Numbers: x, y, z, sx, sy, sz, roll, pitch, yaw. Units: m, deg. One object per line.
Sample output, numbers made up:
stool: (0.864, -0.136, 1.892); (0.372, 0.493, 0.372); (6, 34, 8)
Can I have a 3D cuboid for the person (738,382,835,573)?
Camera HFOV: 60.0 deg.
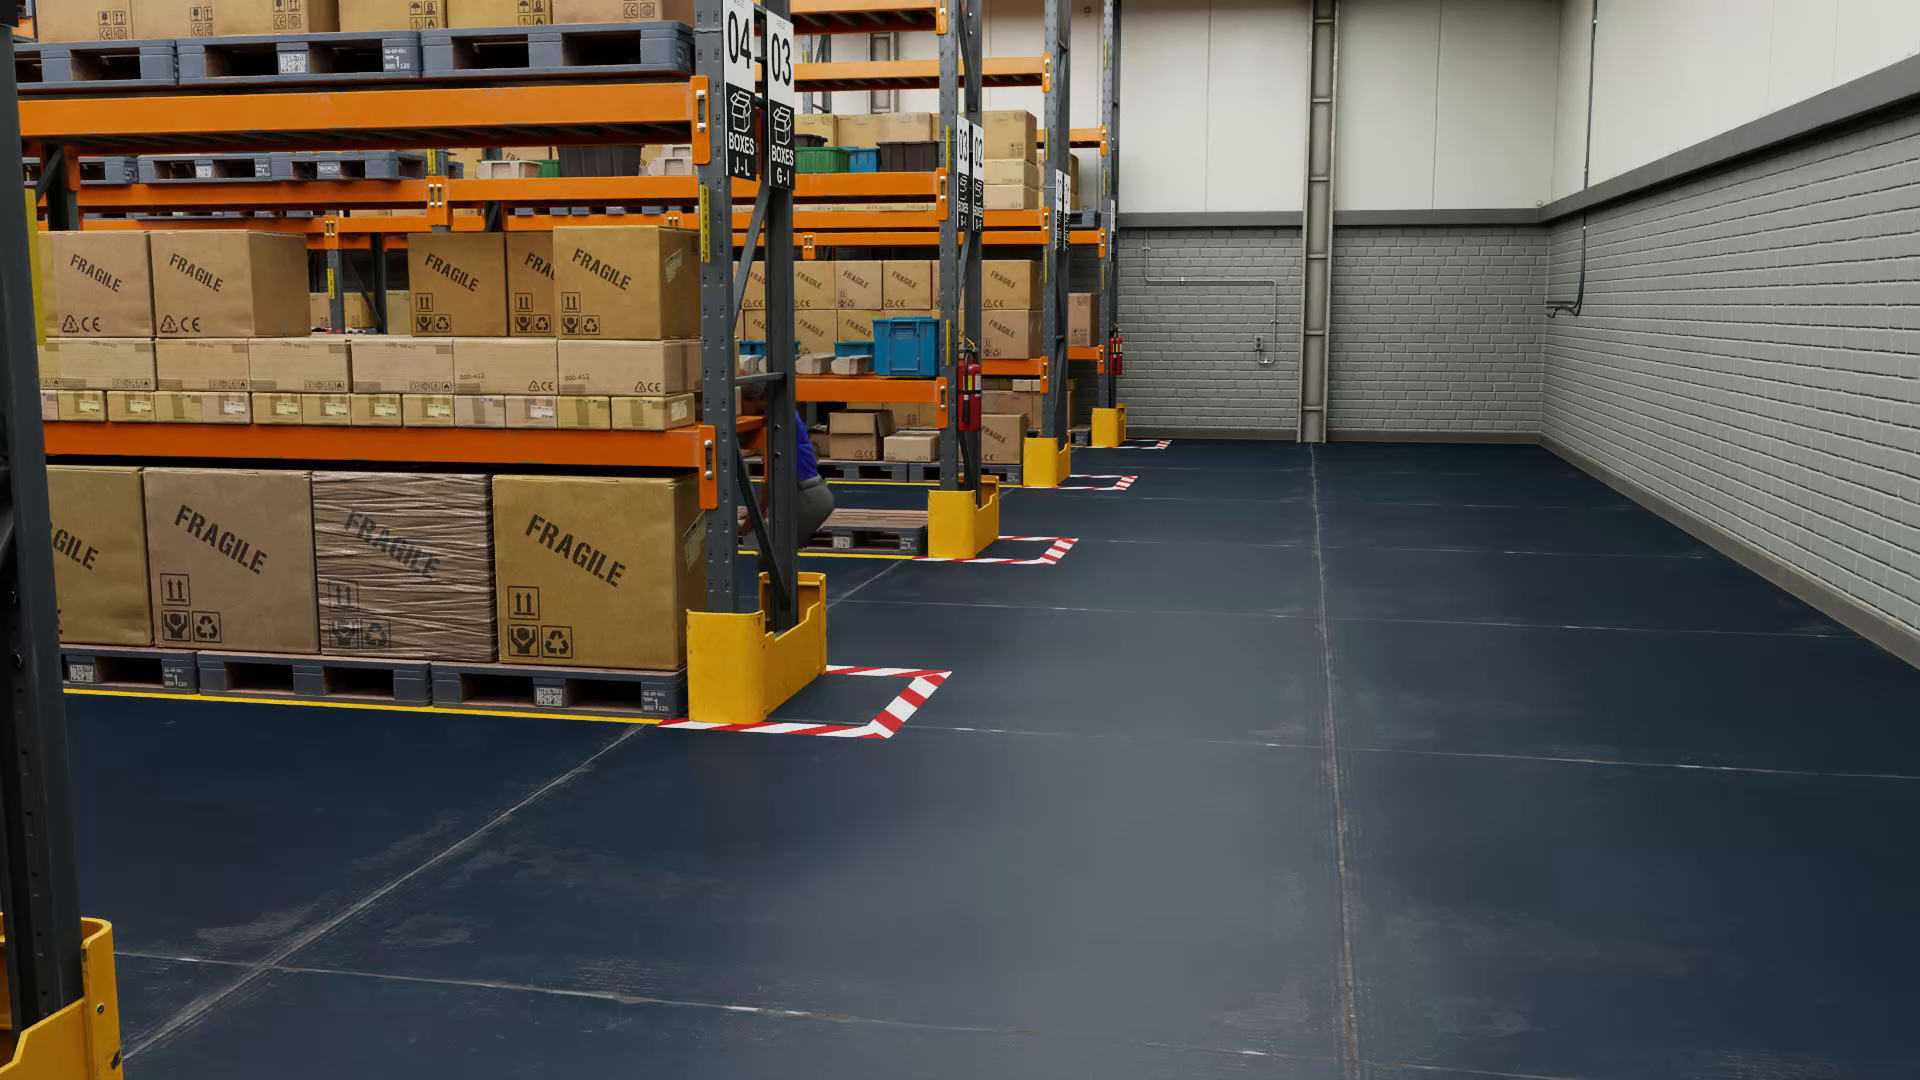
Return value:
person: (-0.986, -0.181, 9.351); (0.556, 1.465, 0.490); (0, 8, -2)
